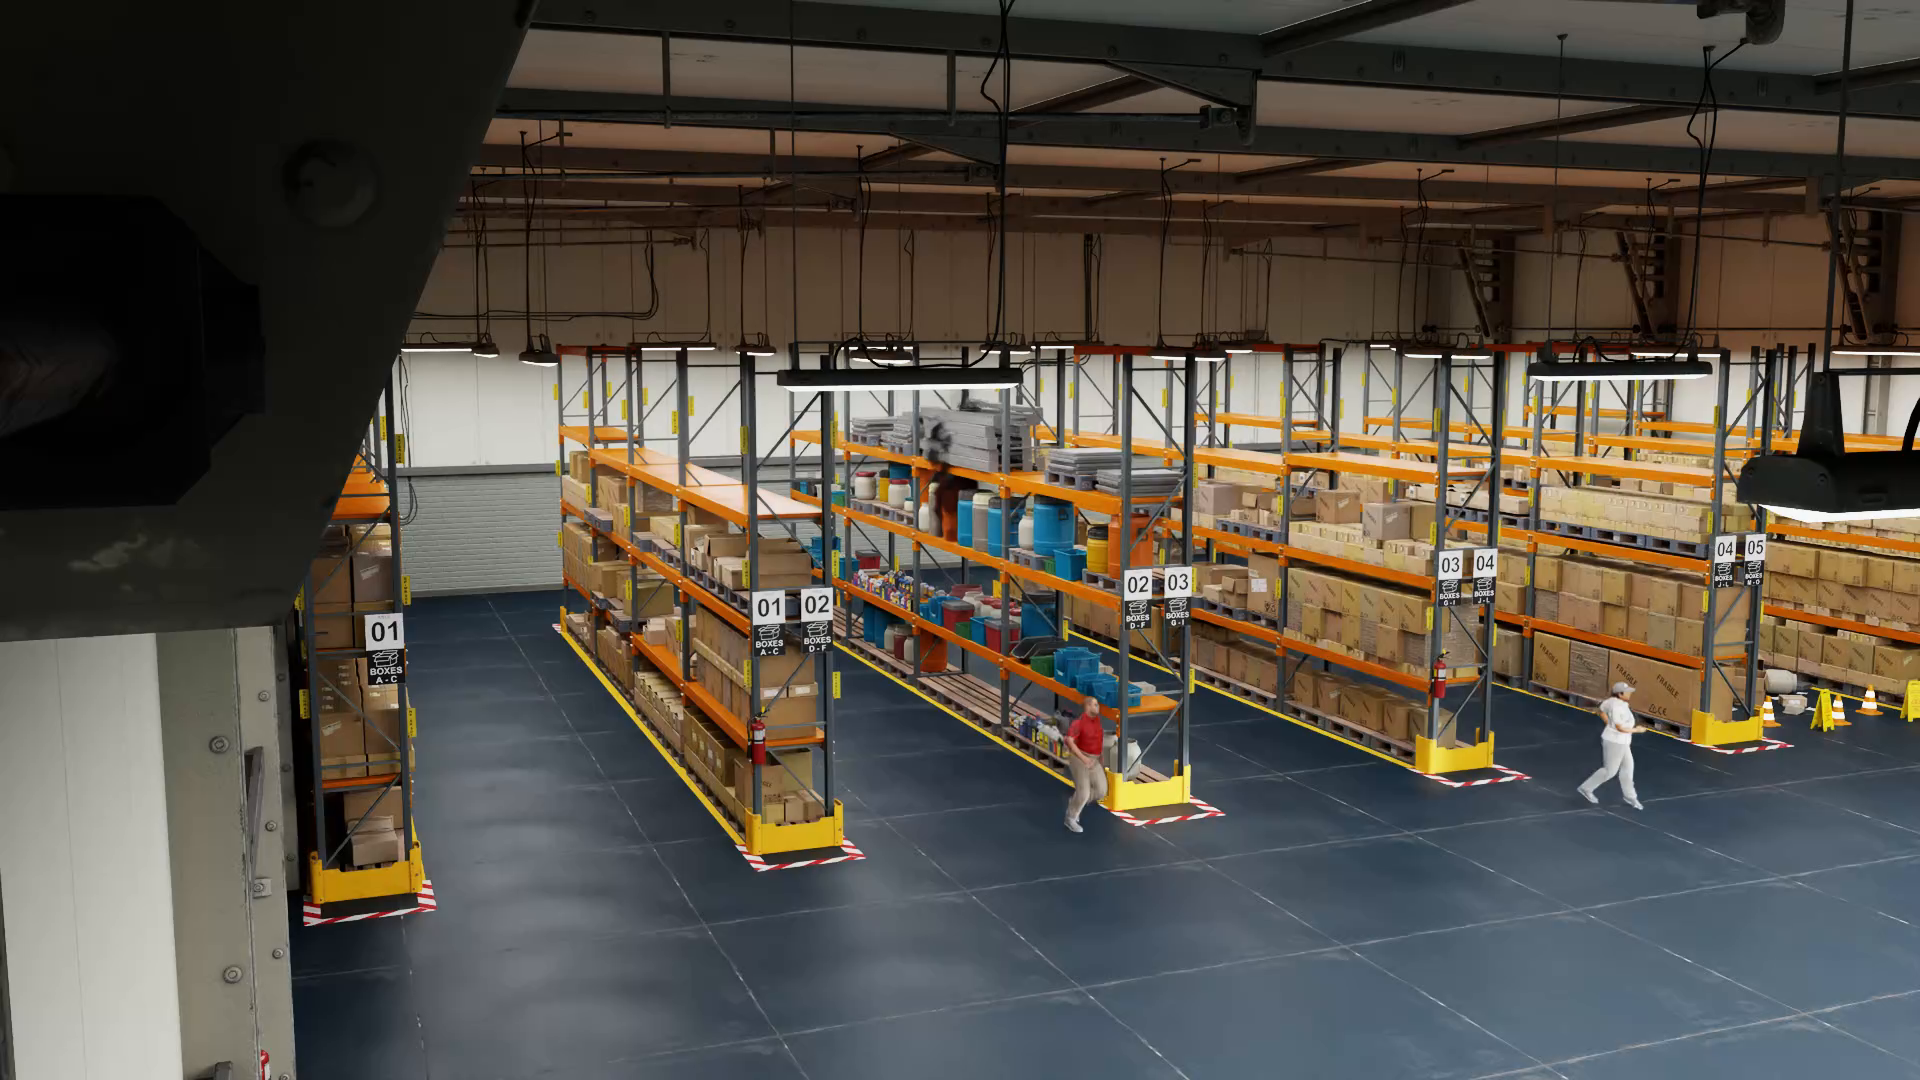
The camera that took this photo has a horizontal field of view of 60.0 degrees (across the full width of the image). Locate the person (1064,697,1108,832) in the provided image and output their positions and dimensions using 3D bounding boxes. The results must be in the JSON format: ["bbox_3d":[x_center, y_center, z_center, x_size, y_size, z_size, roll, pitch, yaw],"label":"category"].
[{"bbox_3d":[1.649,2.869,21.190,0.511,1.600,0.714,6,10,41],"label":"person"}]

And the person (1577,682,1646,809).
[{"bbox_3d":[8.657,2.724,22.027,0.845,1.725,0.617,3,8,20],"label":"person"}]
